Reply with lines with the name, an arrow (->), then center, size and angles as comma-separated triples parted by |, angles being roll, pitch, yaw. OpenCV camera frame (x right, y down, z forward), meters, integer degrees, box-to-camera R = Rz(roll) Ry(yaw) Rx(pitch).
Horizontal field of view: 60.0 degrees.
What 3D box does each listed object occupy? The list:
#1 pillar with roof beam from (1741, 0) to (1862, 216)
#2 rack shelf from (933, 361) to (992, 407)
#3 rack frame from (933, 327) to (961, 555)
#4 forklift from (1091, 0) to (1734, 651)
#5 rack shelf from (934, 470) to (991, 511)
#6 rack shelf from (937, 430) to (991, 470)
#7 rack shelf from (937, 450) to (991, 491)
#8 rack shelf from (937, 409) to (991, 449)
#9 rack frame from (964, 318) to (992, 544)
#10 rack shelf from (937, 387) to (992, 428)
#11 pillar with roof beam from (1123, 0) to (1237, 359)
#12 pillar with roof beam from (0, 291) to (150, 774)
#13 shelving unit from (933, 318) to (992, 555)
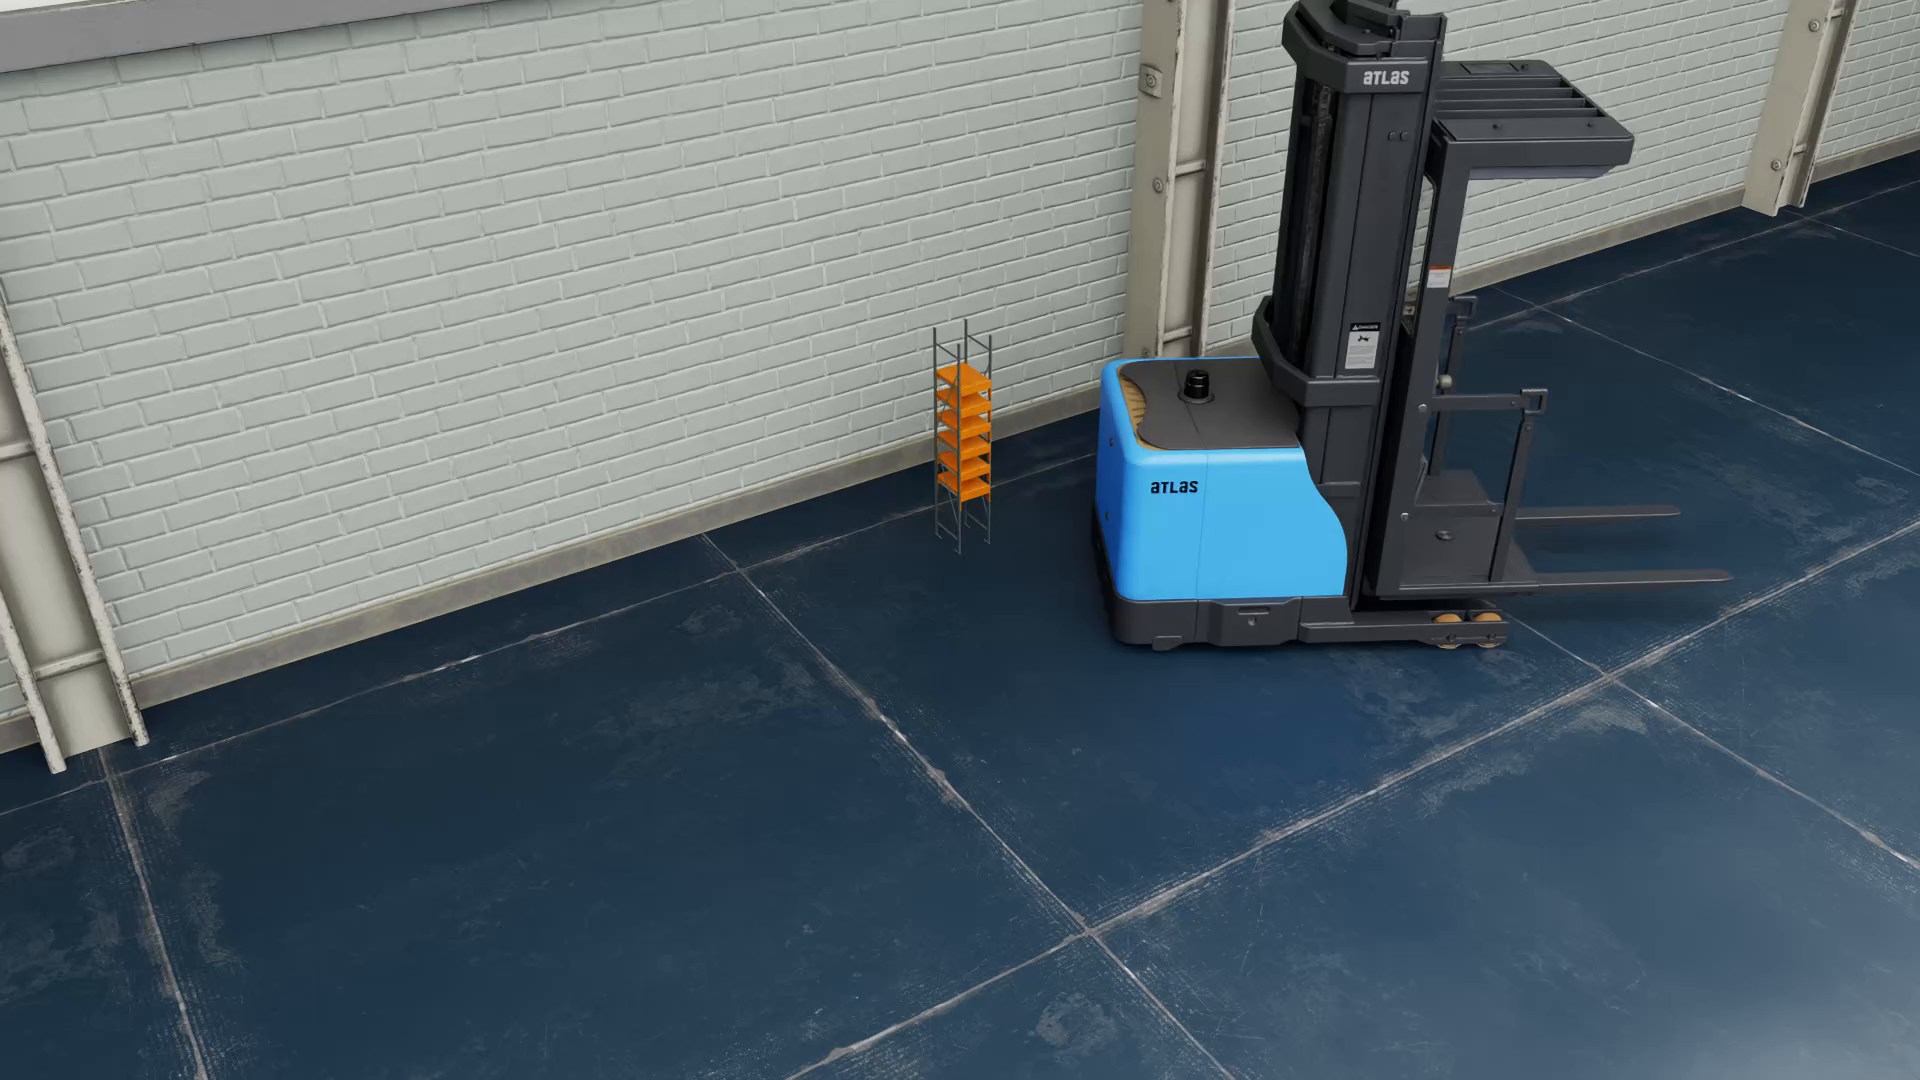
pillar with roof beam -> 8.597, -4.463, 7.390 | 0.400, 9.000, 9.100 | -19, 37, -27
rack shelf -> 0.012, -0.779, 8.268 | 0.180, 0.103, 0.258 | -19, 37, -27
rack frame -> -0.065, -0.485, 8.395 | 0.006, 1.200, 0.240 | -19, 37, -27
forklift -> 2.213, -1.003, 7.592 | 3.031, 2.935, 1.130 | -1, 32, -2
rack shelf -> 0.012, -0.271, 8.588 | 0.180, 0.103, 0.258 | -19, 37, -27
rack shelf -> 0.012, -0.474, 8.460 | 0.180, 0.103, 0.258 | -19, 37, -27
rack shelf -> 0.012, -0.373, 8.524 | 0.180, 0.103, 0.258 | -19, 37, -27
rack shelf -> 0.012, -0.576, 8.396 | 0.180, 0.103, 0.258 | -19, 37, -27
rack frame -> 0.089, -0.538, 8.478 | 0.006, 1.200, 0.240 | -19, 37, -27
rack shelf -> 0.012, -0.677, 8.332 | 0.180, 0.103, 0.258 | -19, 37, -27
pillar with roof beam -> 3.554, -2.729, 4.641 | 0.400, 9.000, 9.100 | -19, 37, -27
pillar with roof beam -> -1.489, -0.994, 1.892 | 0.400, 9.000, 9.100 | -19, 37, -27
shelving unit -> 0.012, -0.512, 8.437 | 0.189, 1.200, 0.258 | -19, 37, -27
